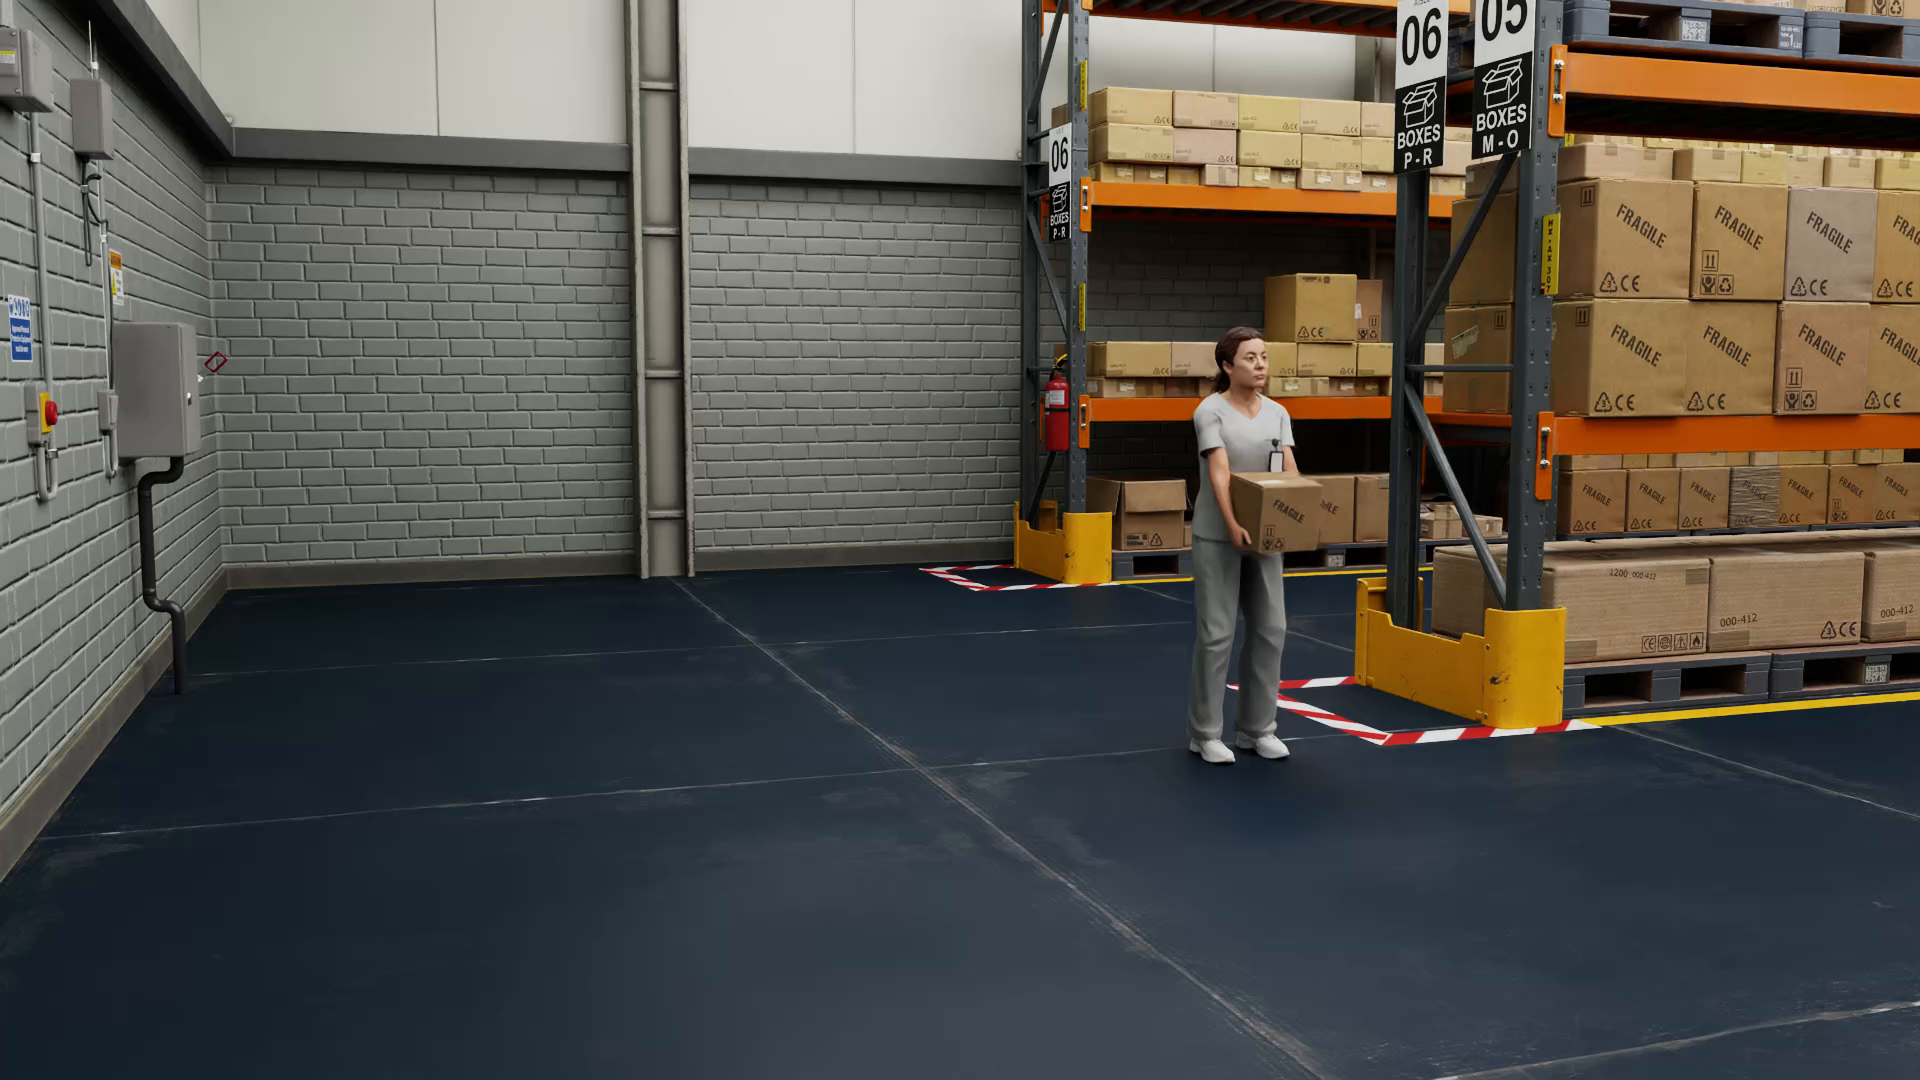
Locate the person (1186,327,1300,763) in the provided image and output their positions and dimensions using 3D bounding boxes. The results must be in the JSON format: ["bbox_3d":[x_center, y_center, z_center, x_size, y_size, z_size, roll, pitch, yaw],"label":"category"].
[{"bbox_3d":[1.112,0.022,6.378,0.410,1.668,0.513,-2,6,-20],"label":"person"}]
